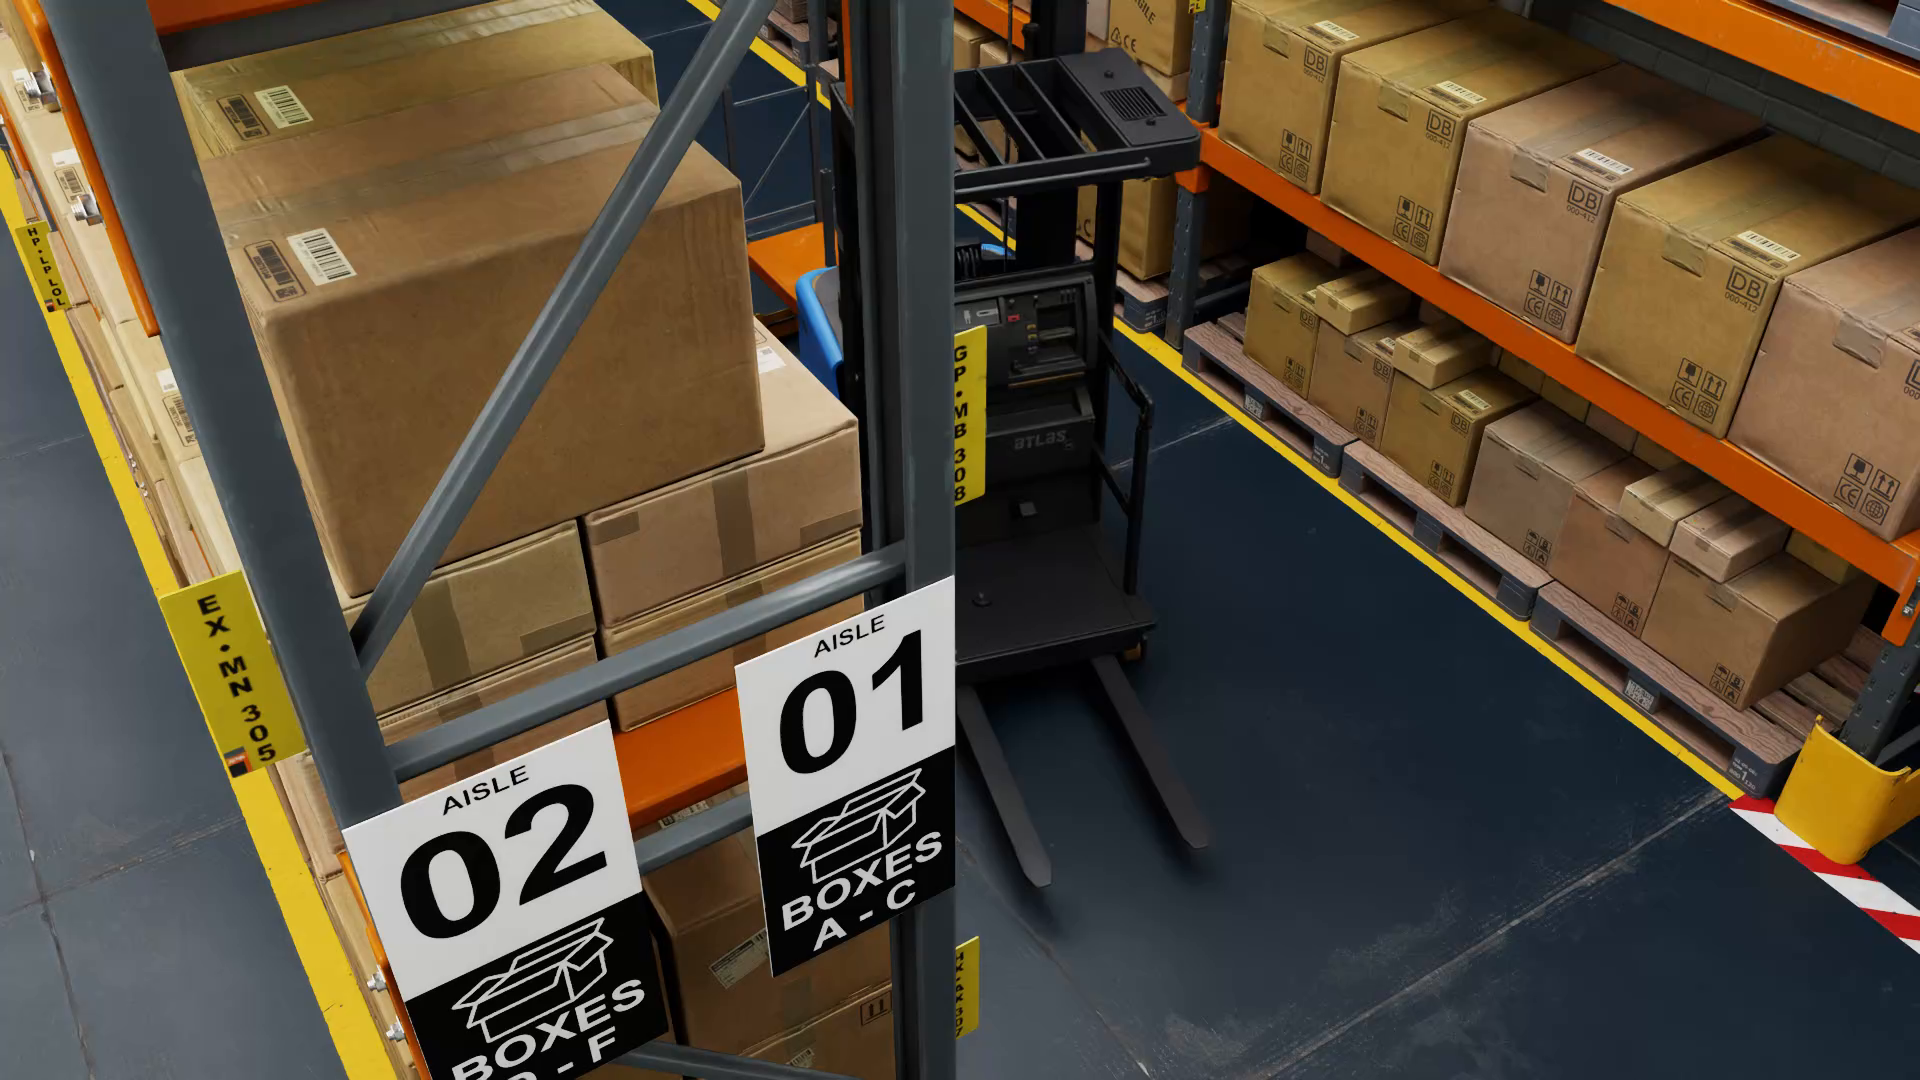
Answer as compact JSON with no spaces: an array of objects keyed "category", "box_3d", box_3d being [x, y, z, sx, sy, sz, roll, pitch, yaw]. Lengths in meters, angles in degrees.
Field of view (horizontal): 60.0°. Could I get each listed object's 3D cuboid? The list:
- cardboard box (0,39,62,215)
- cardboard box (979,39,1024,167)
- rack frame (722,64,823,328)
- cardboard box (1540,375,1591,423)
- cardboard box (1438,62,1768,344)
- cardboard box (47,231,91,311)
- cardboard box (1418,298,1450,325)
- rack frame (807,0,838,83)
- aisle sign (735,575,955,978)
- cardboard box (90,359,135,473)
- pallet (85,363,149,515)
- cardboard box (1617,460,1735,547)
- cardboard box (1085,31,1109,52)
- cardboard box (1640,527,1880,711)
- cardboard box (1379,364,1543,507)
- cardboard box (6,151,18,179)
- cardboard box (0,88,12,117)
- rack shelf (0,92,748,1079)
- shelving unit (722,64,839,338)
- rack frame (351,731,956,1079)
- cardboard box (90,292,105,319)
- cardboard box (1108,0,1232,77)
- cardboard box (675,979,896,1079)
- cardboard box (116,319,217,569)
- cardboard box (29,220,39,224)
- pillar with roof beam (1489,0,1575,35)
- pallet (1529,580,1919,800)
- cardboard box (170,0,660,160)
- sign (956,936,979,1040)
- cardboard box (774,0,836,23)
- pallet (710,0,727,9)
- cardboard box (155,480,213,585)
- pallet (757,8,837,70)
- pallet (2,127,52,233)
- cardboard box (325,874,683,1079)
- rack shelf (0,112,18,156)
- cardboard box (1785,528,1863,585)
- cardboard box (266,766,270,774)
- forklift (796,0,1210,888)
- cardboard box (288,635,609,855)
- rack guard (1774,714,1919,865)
[{"category":"cardboard box","box_3d":[-2.029,-1.063,4.066,0.500,0.250,0.500,-22,45,-24]},{"category":"cardboard box","box_3d":[0.624,-2.495,9.752,0.750,0.750,0.750,-21,44,-23]},{"category":"rack frame","box_3d":[-0.936,-1.692,8.609,0.500,1.500,0.032,-22,44,-24]},{"category":"cardboard box","box_3d":[2.806,-0.695,7.358,0.380,0.149,0.250,-22,44,-24]},{"category":"cardboard box","box_3d":[2.629,-1.406,6.860,0.980,0.700,0.700,-24,46,-26]},{"category":"cardboard box","box_3d":[-2.595,-0.739,5.435,0.500,0.500,0.500,-21,44,-23]},{"category":"cardboard box","box_3d":[2.396,-1.107,7.853,0.380,0.149,0.250,-24,45,-26]},{"category":"rack frame","box_3d":[-0.587,-4.534,10.848,1.000,3.000,0.127,-22,45,-24]},{"category":"aisle sign","box_3d":[-0.176,0.428,2.862,0.394,0.787,0.004,-22,45,-24]},{"category":"cardboard box","box_3d":[-3.646,-0.585,7.717,0.500,0.500,0.500,-22,44,-24]},{"category":"pallet","box_3d":[-3.740,-0.682,8.403,1.003,0.211,1.213,-22,45,-24]},{"category":"cardboard box","box_3d":[2.893,-0.154,6.709,0.380,0.149,0.250,-21,44,-23]},{"category":"cardboard box","box_3d":[0.886,-2.654,8.773,0.380,0.149,0.250,-21,44,-23]},{"category":"cardboard box","box_3d":[3.254,0.240,6.744,0.700,0.500,0.500,-22,45,-24]},{"category":"cardboard box","box_3d":[2.421,-0.587,7.736,0.700,0.500,0.500,-21,44,-23]},{"category":"cardboard box","box_3d":[-5.251,-2.345,9.603,0.500,0.311,0.500,-21,44,-23]},{"category":"cardboard box","box_3d":[-2.558,-1.415,4.879,0.500,0.250,0.500,-22,45,-24]},{"category":"rack shelf","box_3d":[-1.535,-0.464,4.183,1.077,0.370,4.000,-22,45,-24]},{"category":"shelving unit","box_3d":[-0.664,-1.410,8.271,0.587,1.500,1.083,-22,44,-24]},{"category":"rack frame","box_3d":[-0.460,1.491,3.617,1.000,3.000,0.127,-22,45,-24]},{"category":"cardboard box","box_3d":[-1.753,-0.604,3.906,0.500,0.250,0.500,-22,45,-24]},{"category":"cardboard box","box_3d":[1.103,-2.698,8.318,0.500,0.500,0.500,-23,45,-25]},{"category":"cardboard box","box_3d":[-0.476,1.123,3.982,0.500,0.500,0.500,-21,44,-24]},{"category":"cardboard box","box_3d":[-1.220,-0.255,3.096,0.500,0.250,0.500,-22,45,-24]},{"category":"cardboard box","box_3d":[-4.472,-1.411,8.709,0.500,0.500,0.500,-24,45,-26]},{"category":"pillar with roof beam","box_3d":[-0.960,-3.118,4.462,9.100,9.000,0.400,-22,45,-24]},{"category":"pallet","box_3d":[3.219,0.451,7.044,1.003,0.211,1.213,-22,45,-24]},{"category":"cardboard box","box_3d":[-0.948,-0.654,2.990,0.700,0.500,0.500,-22,45,-24]},{"category":"sign","box_3d":[-0.003,0.972,3.564,0.100,0.325,0.005,-22,45,-24]},{"category":"cardboard box","box_3d":[-1.018,-4.113,11.952,0.700,0.500,0.500,-22,44,-24]},{"category":"pallet","box_3d":[-1.658,-4.543,13.037,1.003,0.211,1.213,-22,45,-24]},{"category":"cardboard box","box_3d":[-1.762,0.095,4.433,0.500,0.500,0.500,-21,44,-23]},{"category":"pallet","box_3d":[-1.006,-3.885,12.247,1.003,0.211,1.213,-22,45,-24]},{"category":"pallet","box_3d":[-3.712,-1.705,7.603,1.003,0.211,1.213,-22,45,-24]},{"category":"cardboard box","box_3d":[-0.931,0.923,3.440,0.500,0.500,0.500,-23,45,-25]},{"category":"rack shelf","box_3d":[-3.686,-2.623,6.774,1.077,0.370,4.000,-22,45,-24]},{"category":"cardboard box","box_3d":[3.490,-0.011,6.538,0.380,0.149,0.250,-22,45,-24]},{"category":"cardboard box","box_3d":[-1.747,0.483,4.749,0.500,0.500,0.500,-23,45,-25]},{"category":"forklift","box_3d":[0.154,-0.706,6.308,1.130,2.935,3.031,-11,41,-13]},{"category":"cardboard box","box_3d":[-0.959,0.210,2.929,0.500,0.250,0.500,-22,45,-24]},{"category":"rack guard","box_3d":[3.727,0.757,6.451,1.175,0.500,0.348,-22,45,-24]}]
